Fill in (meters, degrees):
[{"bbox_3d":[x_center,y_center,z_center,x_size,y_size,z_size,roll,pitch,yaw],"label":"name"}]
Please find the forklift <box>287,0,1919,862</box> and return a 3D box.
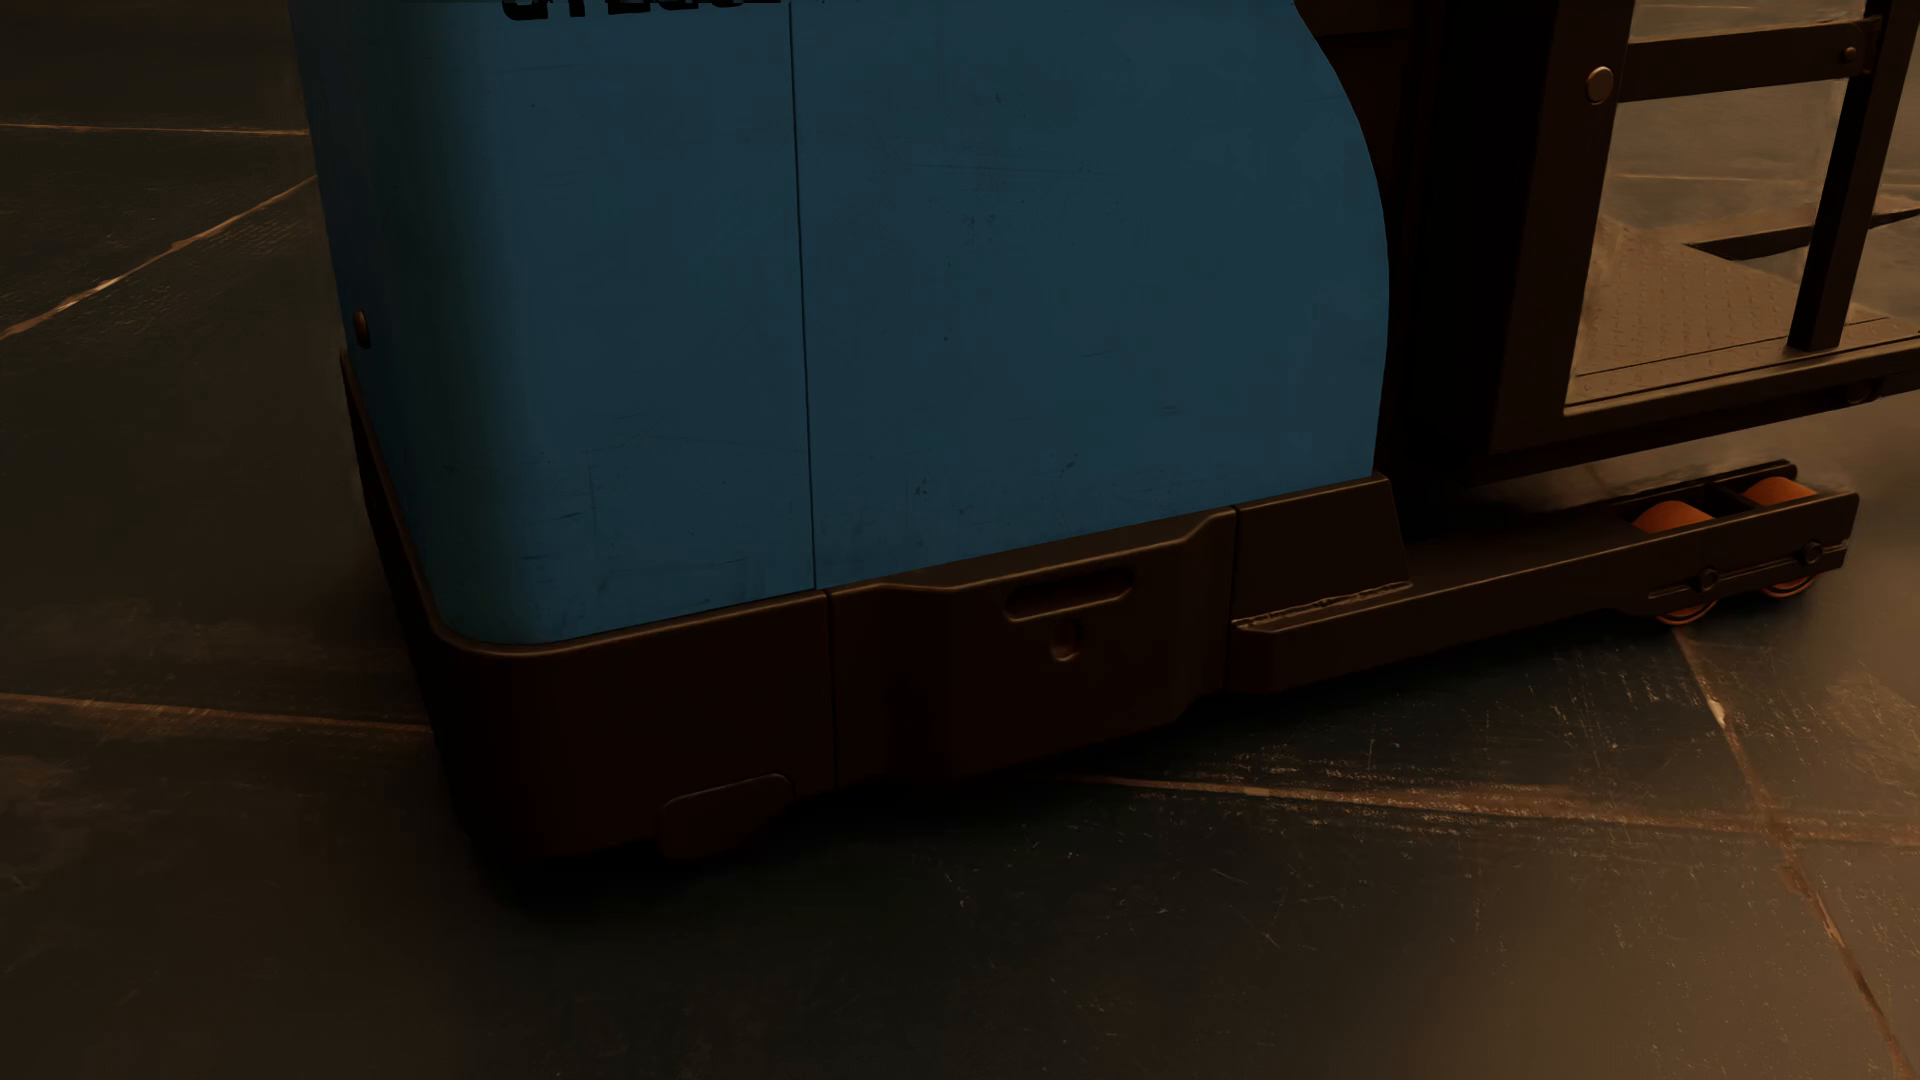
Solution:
[{"bbox_3d":[0.688,-1.398,2.019,3.031,2.935,1.130,-11,29,-21],"label":"forklift"}]
